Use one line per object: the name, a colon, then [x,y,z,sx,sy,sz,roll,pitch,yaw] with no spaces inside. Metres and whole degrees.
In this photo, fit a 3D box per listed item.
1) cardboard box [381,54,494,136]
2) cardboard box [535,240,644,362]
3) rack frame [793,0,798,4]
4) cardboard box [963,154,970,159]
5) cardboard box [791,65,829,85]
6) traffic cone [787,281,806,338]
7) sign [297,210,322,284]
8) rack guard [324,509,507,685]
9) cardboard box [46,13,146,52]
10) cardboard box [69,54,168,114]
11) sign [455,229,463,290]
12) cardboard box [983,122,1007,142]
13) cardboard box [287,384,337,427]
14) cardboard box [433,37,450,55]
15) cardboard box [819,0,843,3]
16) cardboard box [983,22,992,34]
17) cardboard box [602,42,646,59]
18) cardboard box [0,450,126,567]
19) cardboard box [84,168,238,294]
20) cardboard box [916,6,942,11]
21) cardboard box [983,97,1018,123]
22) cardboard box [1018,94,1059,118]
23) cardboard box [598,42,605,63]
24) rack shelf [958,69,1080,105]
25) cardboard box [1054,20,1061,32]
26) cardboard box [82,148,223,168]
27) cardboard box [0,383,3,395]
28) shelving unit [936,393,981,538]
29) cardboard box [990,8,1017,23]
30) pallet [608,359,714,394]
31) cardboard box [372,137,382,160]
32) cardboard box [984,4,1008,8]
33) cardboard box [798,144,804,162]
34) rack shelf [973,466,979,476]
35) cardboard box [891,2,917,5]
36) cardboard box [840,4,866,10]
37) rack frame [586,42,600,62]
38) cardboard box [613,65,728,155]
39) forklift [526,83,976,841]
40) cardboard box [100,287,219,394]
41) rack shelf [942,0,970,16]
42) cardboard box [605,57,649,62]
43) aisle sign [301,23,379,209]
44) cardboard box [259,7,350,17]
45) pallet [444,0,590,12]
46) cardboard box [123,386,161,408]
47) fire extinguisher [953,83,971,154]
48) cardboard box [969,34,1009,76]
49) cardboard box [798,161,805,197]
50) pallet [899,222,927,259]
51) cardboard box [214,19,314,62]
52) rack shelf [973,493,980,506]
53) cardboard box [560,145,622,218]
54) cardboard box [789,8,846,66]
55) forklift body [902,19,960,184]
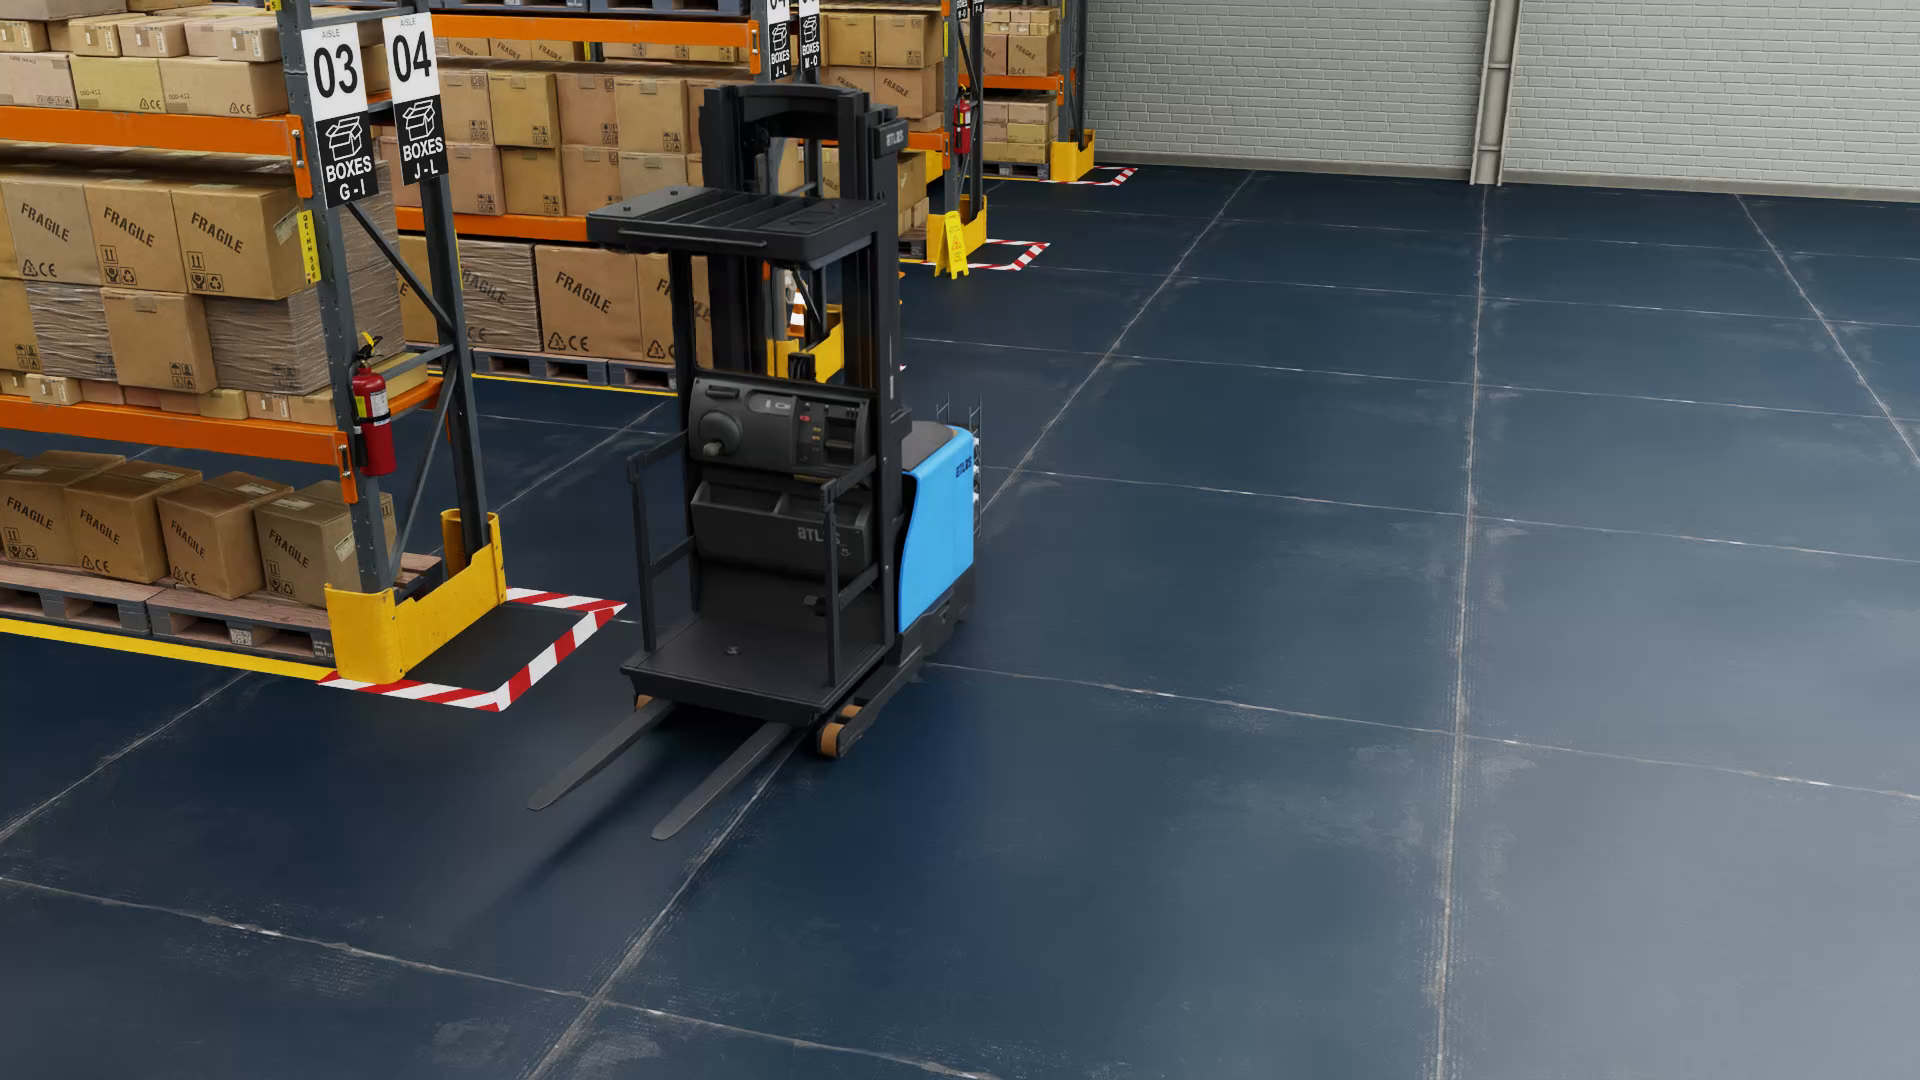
cardboard box: [-4.217,-3.595,13.460,0.550,0.550,0.875,7,23,16]
cardboard box: [-2.802,-2.015,13.477,0.875,0.875,0.875,6,23,15]
rack frame: [-2.357,-6.710,22.676,0.127,3.000,1.000,7,23,16]
cardboard box: [-0.018,-5.246,22.178,0.500,0.250,0.500,7,23,16]
cardboard box: [-1.513,-4.724,17.309,0.500,0.500,0.500,6,23,15]
traffic cone: [-1.389,-2.059,14.679,0.334,0.463,0.336,7,23,16]
sign: [-2.999,-1.350,7.665,0.005,0.325,0.100,7,23,16]
rack guard: [-2.893,0.281,8.926,0.348,0.500,1.175,7,23,16]
cardboard box: [-4.133,-2.440,7.985,0.250,0.149,0.380,7,23,16]
cardboard box: [-3.834,-2.200,7.925,0.500,0.250,0.500,7,23,16]
sign: [-2.663,-1.465,8.748,0.005,0.325,0.100,7,23,16]
cardboard box: [0.440,-5.424,21.951,0.500,0.250,0.500,6,23,15]
cardboard box: [-3.152,-0.707,8.372,0.250,0.149,0.380,7,23,16]
cardboard box: [-5.765,-5.421,18.457,0.500,0.500,0.500,6,23,13]
cardboard box: [-1.735,-7.226,22.556,0.250,0.149,0.380,6,23,14]
cardboard box: [0.342,-6.653,21.551,0.250,0.149,0.380,6,23,15]
cardboard box: [-3.428,-5.426,17.703,0.500,0.500,0.700,6,23,15]
cardboard box: [-5.110,-0.185,9.510,0.500,0.500,0.500,4,23,11]
cardboard box: [-3.898,-1.537,8.223,0.500,0.500,0.500,7,23,16]
cardboard box: [-0.401,-6.884,21.722,0.250,0.149,0.380,7,23,16]
cardboard box: [0.451,-5.647,21.837,0.500,0.250,0.500,7,23,16]
cardboard box: [1.067,-5.778,22.155,0.500,0.250,0.500,6,23,15]
cardboard box: [-4.153,-5.440,18.502,0.500,0.500,0.500,7,23,17]
rack shelf: [-0.442,-6.158,22.278,4.000,0.370,1.077,7,23,16]
cardboard box: [1.223,-6.749,21.785,0.250,0.149,0.380,6,23,14]
cardboard box: [-4.224,-1.785,8.827,0.500,0.500,0.500,7,23,16]
cardboard box: [-5.091,-0.897,8.835,0.250,0.149,0.380,7,23,16]
shelving unit: [-0.008,-0.417,10.101,0.210,0.900,0.258,7,23,16]
cardboard box: [0.566,-6.753,21.402,0.250,0.149,0.380,7,23,17]
pallet: [-2.079,-1.427,13.471,1.213,0.211,1.003,7,23,15]
cardboard box: [-4.763,-3.130,13.750,0.550,0.550,0.875,7,23,16]
cardboard box: [0.483,-6.967,21.924,0.250,0.149,0.380,7,23,16]
cardboard box: [-1.662,-4.104,17.549,0.250,0.149,0.380,8,23,18]
rack shelf: [-0.008,-0.386,10.114,0.200,0.077,0.258,7,23,16]
cardboard box: [-0.747,-7.117,22.289,0.250,0.149,0.380,6,23,15]
cardboard box: [-1.397,-6.965,21.919,0.250,0.149,0.380,7,23,17]
rack frame: [-3.787,-4.906,18.278,0.127,3.000,1.000,7,23,16]
cardboard box: [-2.188,-3.309,12.763,0.550,0.550,0.875,7,23,16]
forklift: [-0.938,-0.515,7.664,1.130,2.935,3.031,9,24,20]
cardboard box: [-3.852,-1.132,8.555,0.500,0.500,0.875,7,23,16]
rack shelf: [-1.872,-5.742,17.311,4.000,0.370,1.077,7,23,16]
cardboard box: [-3.446,-4.941,17.838,0.500,0.500,0.500,6,23,15]
aisle sign: [-2.847,-1.954,7.656,0.004,0.787,0.394,7,23,16]
cardboard box: [-3.237,-2.548,8.248,0.250,0.149,0.380,7,23,17]
pallet: [-3.176,-4.215,12.758,1.213,0.211,1.003,7,23,16]
cardboard box: [-4.108,-0.819,8.645,0.250,0.149,0.380,7,23,16]
fire extinguisher: [0.019,-4.252,16.785,0.183,0.674,0.296,7,23,16]
cardboard box: [0.432,-6.337,21.634,0.500,0.500,0.500,7,23,17]
cardboard box: [-1.781,-3.844,17.770,0.500,0.500,0.500,6,23,14]
pallet: [-0.798,-3.288,18.007,1.213,0.211,1.003,7,23,16]
cardboard box: [-3.176,-2.287,7.613,0.250,0.149,0.380,7,23,16]
rack shelf: [-0.008,-0.220,10.182,0.200,0.077,0.258,7,23,16]
cardboard box: [-2.692,-2.911,13.217,0.550,0.550,0.875,7,23,16]
cardboard box: [-1.510,-5.168,17.074,0.500,0.500,0.700,6,23,15]
forklift body: [-0.870,-5.424,20.659,1.214,2.155,2.313,7,23,16]
